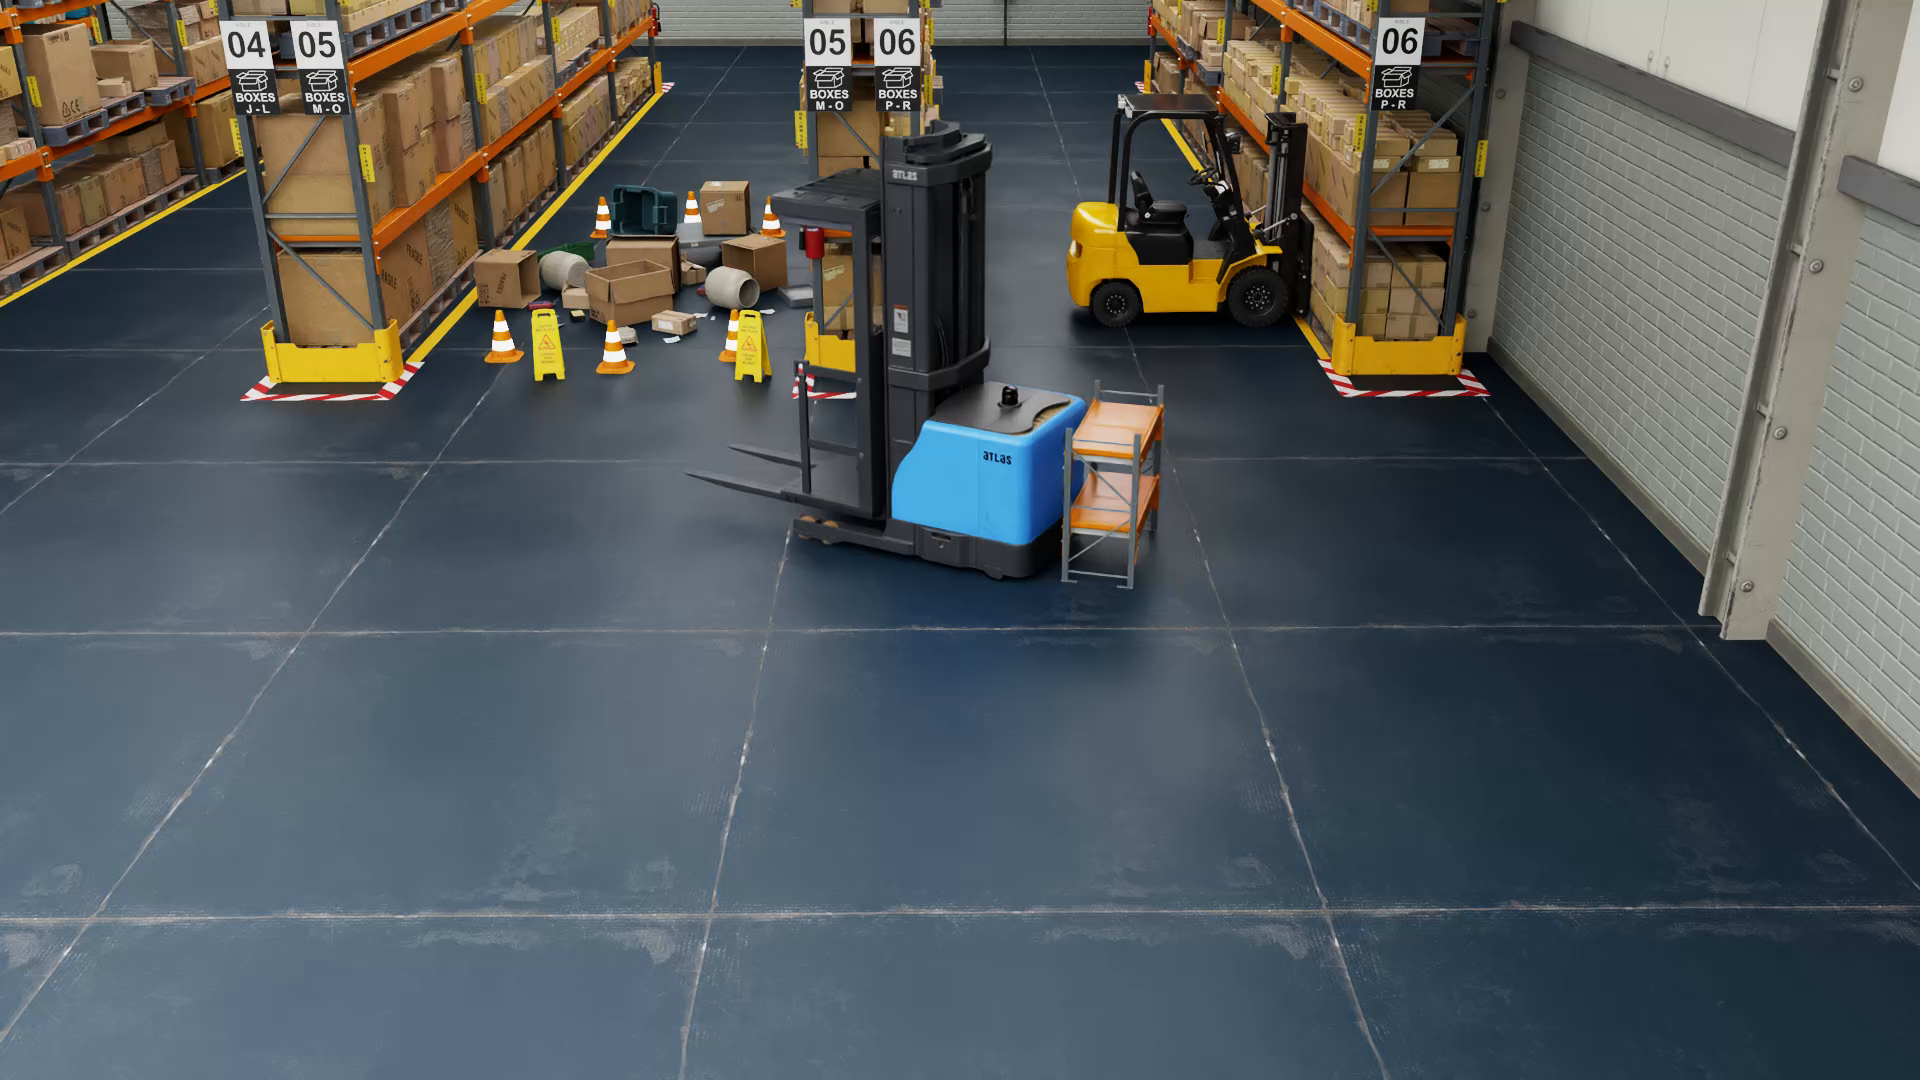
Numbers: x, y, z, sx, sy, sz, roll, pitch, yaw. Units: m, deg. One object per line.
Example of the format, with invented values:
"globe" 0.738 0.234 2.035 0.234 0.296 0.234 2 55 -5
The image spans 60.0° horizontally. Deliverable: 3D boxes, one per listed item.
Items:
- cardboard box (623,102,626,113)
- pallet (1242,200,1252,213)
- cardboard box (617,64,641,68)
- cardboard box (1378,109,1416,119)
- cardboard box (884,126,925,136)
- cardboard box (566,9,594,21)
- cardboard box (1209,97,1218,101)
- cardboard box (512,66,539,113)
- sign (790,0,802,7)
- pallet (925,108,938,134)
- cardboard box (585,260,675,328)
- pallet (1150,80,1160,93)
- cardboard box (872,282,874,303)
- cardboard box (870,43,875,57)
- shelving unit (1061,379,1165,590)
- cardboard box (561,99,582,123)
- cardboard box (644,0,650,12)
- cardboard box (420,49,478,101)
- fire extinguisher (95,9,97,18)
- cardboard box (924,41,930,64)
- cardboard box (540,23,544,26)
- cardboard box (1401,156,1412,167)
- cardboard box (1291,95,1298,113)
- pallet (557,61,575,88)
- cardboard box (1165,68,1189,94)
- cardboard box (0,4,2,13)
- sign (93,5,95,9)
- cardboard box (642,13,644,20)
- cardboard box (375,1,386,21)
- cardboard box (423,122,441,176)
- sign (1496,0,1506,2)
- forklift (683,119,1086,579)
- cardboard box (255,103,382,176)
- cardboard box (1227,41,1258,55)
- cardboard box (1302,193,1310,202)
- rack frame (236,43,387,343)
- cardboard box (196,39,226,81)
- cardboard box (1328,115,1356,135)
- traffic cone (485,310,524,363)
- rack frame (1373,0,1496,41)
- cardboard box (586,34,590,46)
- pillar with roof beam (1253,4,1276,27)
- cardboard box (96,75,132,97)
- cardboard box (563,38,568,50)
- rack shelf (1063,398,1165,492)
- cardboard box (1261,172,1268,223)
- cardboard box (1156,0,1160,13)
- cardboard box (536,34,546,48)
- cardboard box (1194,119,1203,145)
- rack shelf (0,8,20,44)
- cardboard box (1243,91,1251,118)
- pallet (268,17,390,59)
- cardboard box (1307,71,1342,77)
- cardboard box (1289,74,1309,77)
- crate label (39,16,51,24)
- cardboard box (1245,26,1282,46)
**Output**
"cardboard box" -5.619 -6.999 26.919 0.380 0.149 0.250 0 24 1
"pallet" 4.002 -4.174 21.106 1.003 0.211 1.213 0 24 -1
"cardboard box" -5.704 -8.124 28.683 0.380 0.149 0.250 -1 24 -3
"cardboard box" 4.331 -4.242 16.604 0.380 0.149 0.250 0 24 0
"cardboard box" -0.598 -3.766 16.338 0.500 0.500 0.500 -1 24 -2
"cardboard box" -5.730 -7.919 25.075 0.380 0.149 0.250 -1 24 -2
"cardboard box" 3.777 -6.382 24.341 0.380 0.149 0.250 -1 24 -3
"cardboard box" -5.607 -5.647 20.858 0.500 0.500 0.500 -1 24 -1
"sign" -1.409 -4.741 14.261 0.100 0.325 0.005 0 24 -1
"pallet" -0.761 -4.841 19.431 1.003 0.211 1.213 0 24 -1
"cardboard box" -3.405 -2.540 17.139 0.797 0.503 0.637 -19 31 -36
"pallet" 3.945 -7.951 29.458 1.003 0.211 1.213 0 24 -1
"cardboard box" -1.130 -2.449 16.735 0.500 0.250 0.500 0 24 0
"cardboard box" -0.625 -4.463 15.026 0.380 0.149 0.250 -1 24 -2
"shelving unit" 1.079 -0.408 11.671 0.538 1.125 1.048 6 25 14
"cardboard box" -5.661 -6.086 23.563 0.500 0.250 0.500 -1 24 -1
"cardboard box" -5.715 -9.491 28.996 0.500 0.500 0.500 0 24 1
"cardboard box" -5.858 -5.255 18.778 0.700 0.500 0.500 -1 24 -1
"fire extinguisher" -15.438 -9.350 29.713 0.296 0.674 0.183 0 24 -1
"cardboard box" -0.630 -5.802 20.330 0.500 0.500 0.500 -1 24 -3
"cardboard box" -6.378 -7.574 24.673 0.380 0.149 0.250 -1 24 -3
"cardboard box" 4.299 -3.572 15.483 0.380 0.149 0.250 0 24 -1
"cardboard box" 3.810 -4.739 18.063 0.380 0.149 0.250 0 24 1
"pallet" -6.004 -6.403 22.884 1.213 0.211 1.003 0 24 -1
"cardboard box" 3.828 -7.602 27.825 0.700 0.500 0.500 -1 24 -3
"cardboard box" -10.541 -5.680 17.595 0.500 0.250 0.500 1 24 1
"sign" -15.341 -9.575 29.465 0.100 0.325 0.005 0 24 -1
"cardboard box" -5.726 -9.144 29.016 0.380 0.149 0.250 0 24 -1
"cardboard box" -5.495 -4.846 15.241 0.380 0.149 0.250 0 24 0
"cardboard box" -5.914 -4.016 17.191 0.875 0.550 0.550 0 24 -1
"sign" 4.664 -4.790 14.287 0.100 0.325 0.005 0 24 -1
"forklift" -0.638 -1.482 11.853 3.031 2.935 1.130 12 27 25
"cardboard box" -5.768 -3.615 14.993 0.875 0.550 0.550 0 24 -1
"cardboard box" 3.731 -6.494 21.943 0.380 0.149 0.250 0 24 1
"cardboard box" 3.753 -3.620 18.110 0.500 0.250 0.500 0 24 0
"rack frame" -5.803 -2.901 14.908 1.000 3.000 0.127 0 24 -1
"cardboard box" -10.592 -6.676 23.134 0.500 0.500 0.500 -1 24 -2
"cardboard box" 3.789 -4.031 16.137 0.380 0.149 0.250 0 24 1
"traffic cone" -4.389 -1.970 15.928 0.336 0.463 0.334 0 24 -1
"rack frame" 4.109 -5.722 13.865 1.000 3.000 0.127 0 24 -1
"cardboard box" -5.725 -7.447 24.754 0.380 0.149 0.250 -1 24 -3
"pillar with roof beam" 0.567 -10.939 25.399 9.100 9.000 0.400 0 24 -1
"cardboard box" -10.563 -5.661 20.664 0.396 0.266 0.258 -1 24 -2
"cardboard box" -5.709 -6.936 23.263 0.380 0.149 0.250 0 24 0
"rack shelf" 1.079 -0.675 11.550 0.538 0.278 1.000 6 25 14
"cardboard box" 4.049 -3.961 19.624 0.875 0.625 0.625 1 24 2
"cardboard box" 3.676 -9.253 28.773 0.500 0.250 0.500 0 24 0
"cardboard box" -5.701 -6.739 22.466 0.380 0.149 0.250 0 24 0
"cardboard box" 3.775 -6.147 24.608 0.500 0.500 0.500 -1 24 -2
"rack shelf" -10.785 -4.783 16.303 1.077 0.370 4.000 0 24 -1
"cardboard box" 3.799 -5.400 20.615 0.500 0.250 0.500 1 24 1
"pallet" -5.821 -4.533 14.984 1.003 0.211 1.213 0 24 -1
"cardboard box" 4.300 -5.443 19.619 0.380 0.149 0.250 0 24 -1
"cardboard box" 3.869 -5.325 19.359 0.380 0.149 0.250 0 24 -1
"crate label" -15.685 -8.829 28.262 0.396 0.136 0.243 0 24 -1
"cardboard box" 4.173 -6.735 22.754 0.500 0.500 0.500 1 24 2
